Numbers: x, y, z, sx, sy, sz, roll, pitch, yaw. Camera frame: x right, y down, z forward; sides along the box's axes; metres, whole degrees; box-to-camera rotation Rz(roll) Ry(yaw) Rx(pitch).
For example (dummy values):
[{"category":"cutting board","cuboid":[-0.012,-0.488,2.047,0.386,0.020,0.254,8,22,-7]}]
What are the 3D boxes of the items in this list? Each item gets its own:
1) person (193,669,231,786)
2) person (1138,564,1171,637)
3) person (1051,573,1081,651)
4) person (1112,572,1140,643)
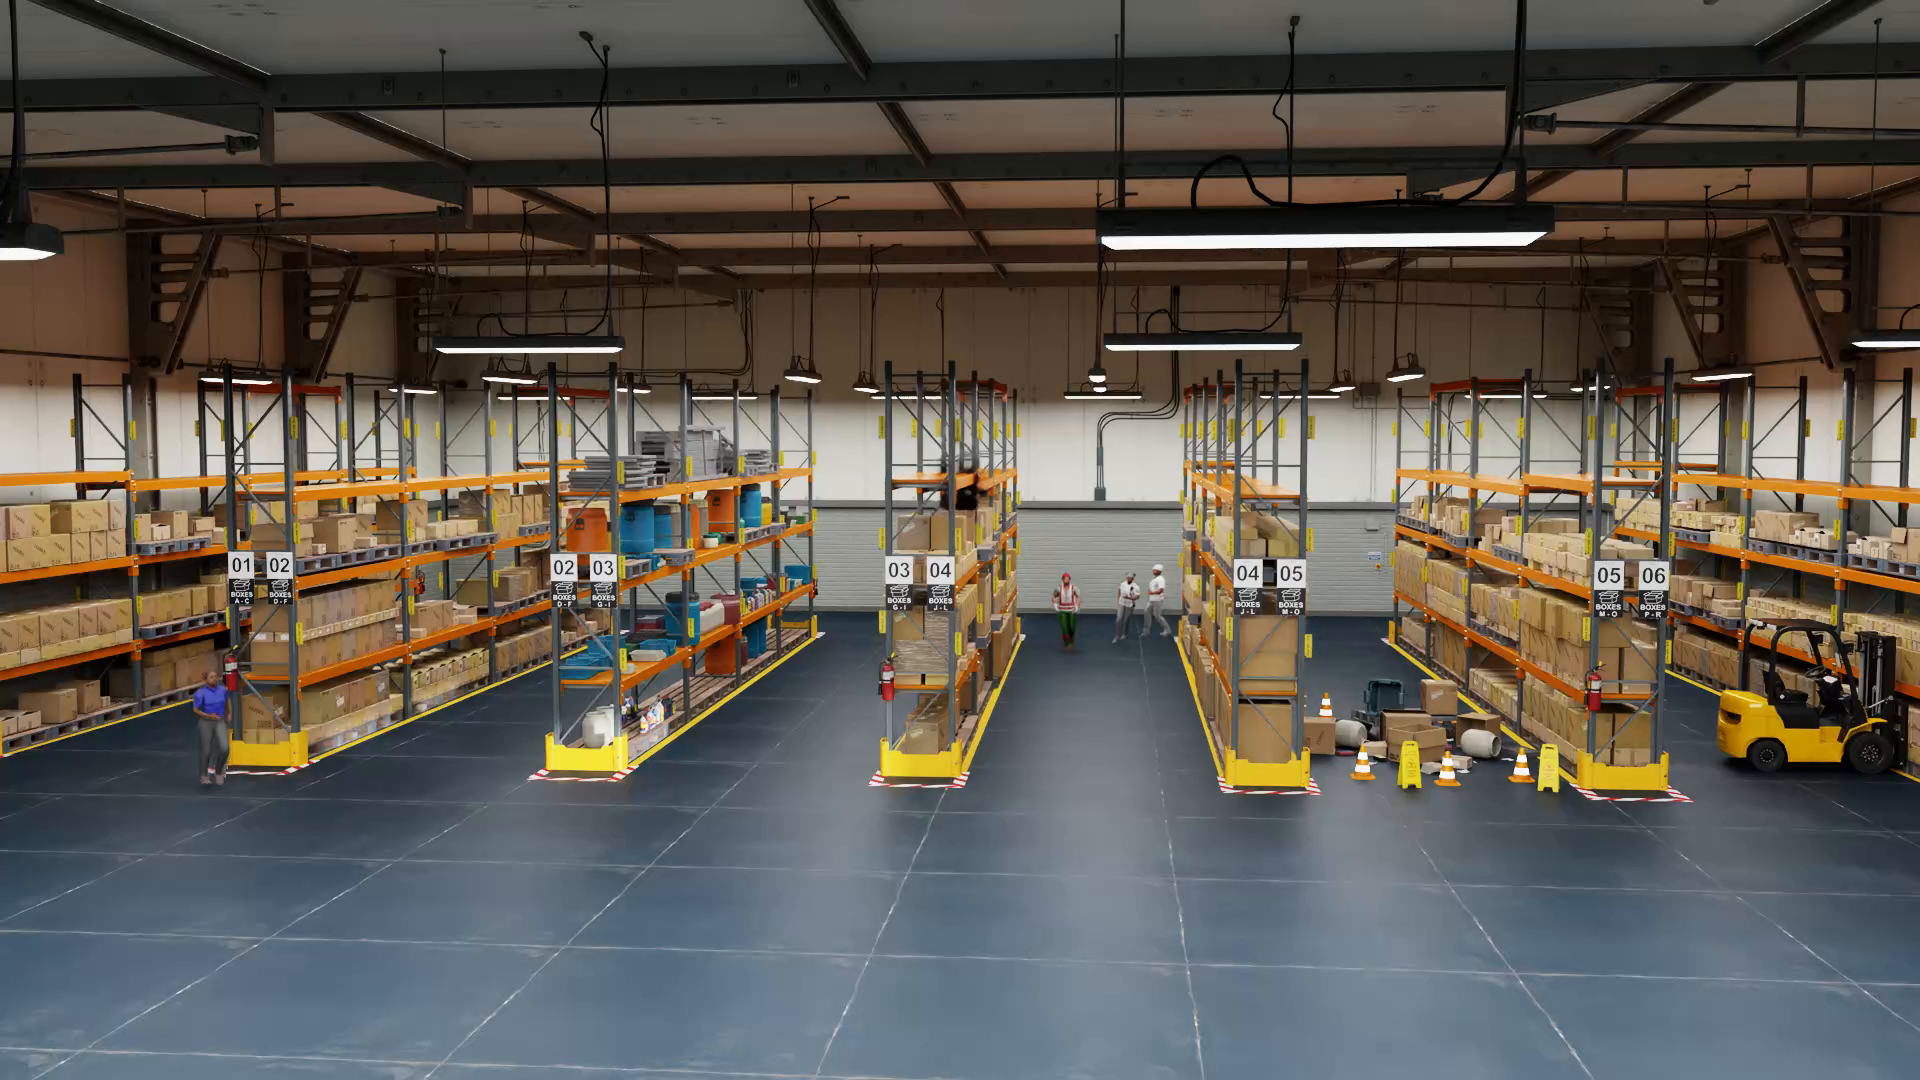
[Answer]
[{"category":"person","cuboid":[-10.500,2.654,23.437,0.676,1.678,0.598,4,5,44]},{"category":"person","cuboid":[4.740,1.491,40.275,0.753,1.811,0.715,-1,4,-10]},{"category":"person","cuboid":[2.427,1.628,38.062,0.675,1.757,0.659,0,4,4]},{"category":"person","cuboid":[3.973,1.604,39.364,0.628,1.742,0.732,1,4,19]}]
